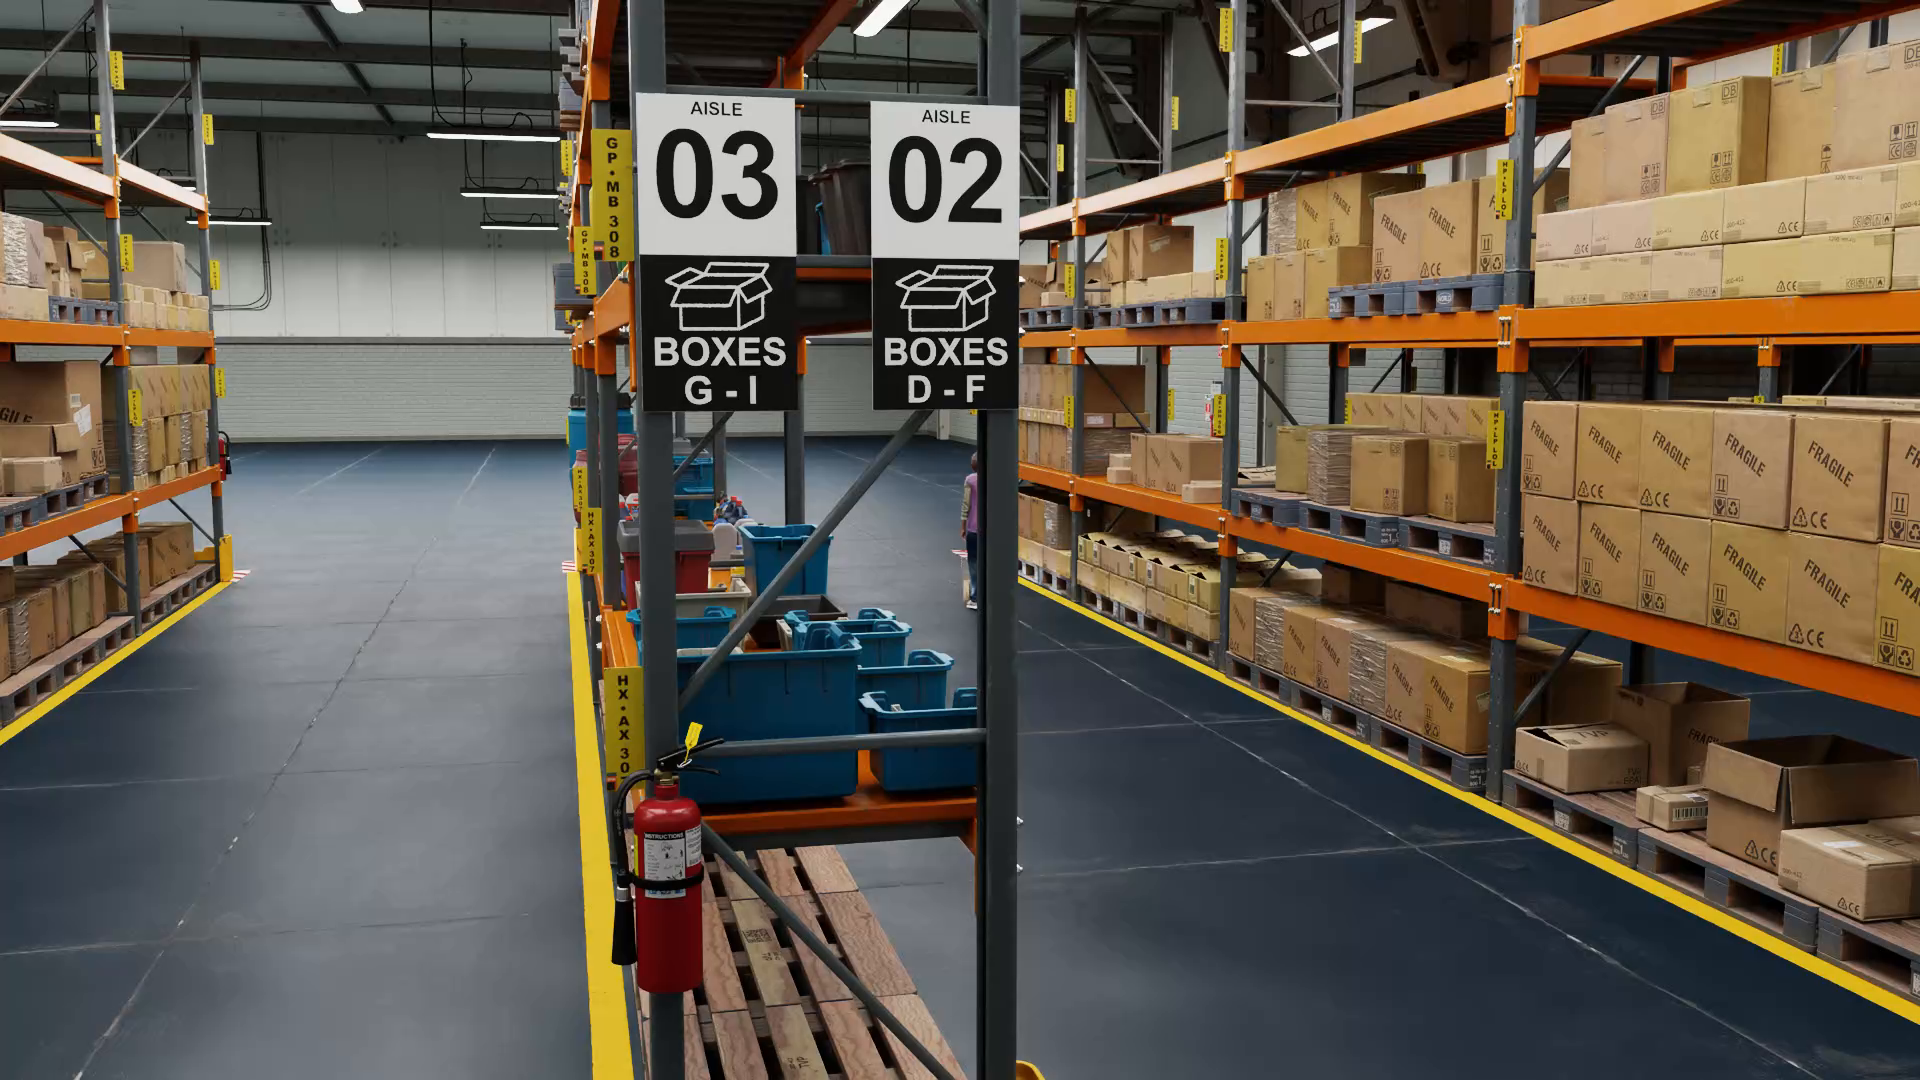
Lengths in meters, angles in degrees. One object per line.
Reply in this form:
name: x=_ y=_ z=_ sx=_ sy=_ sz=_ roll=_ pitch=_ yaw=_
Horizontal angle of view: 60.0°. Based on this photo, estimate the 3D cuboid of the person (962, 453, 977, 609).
person: x=0.240 y=-0.097 z=16.751 sx=0.461 sy=1.593 sz=0.343 roll=-1 pitch=6 yaw=-10
